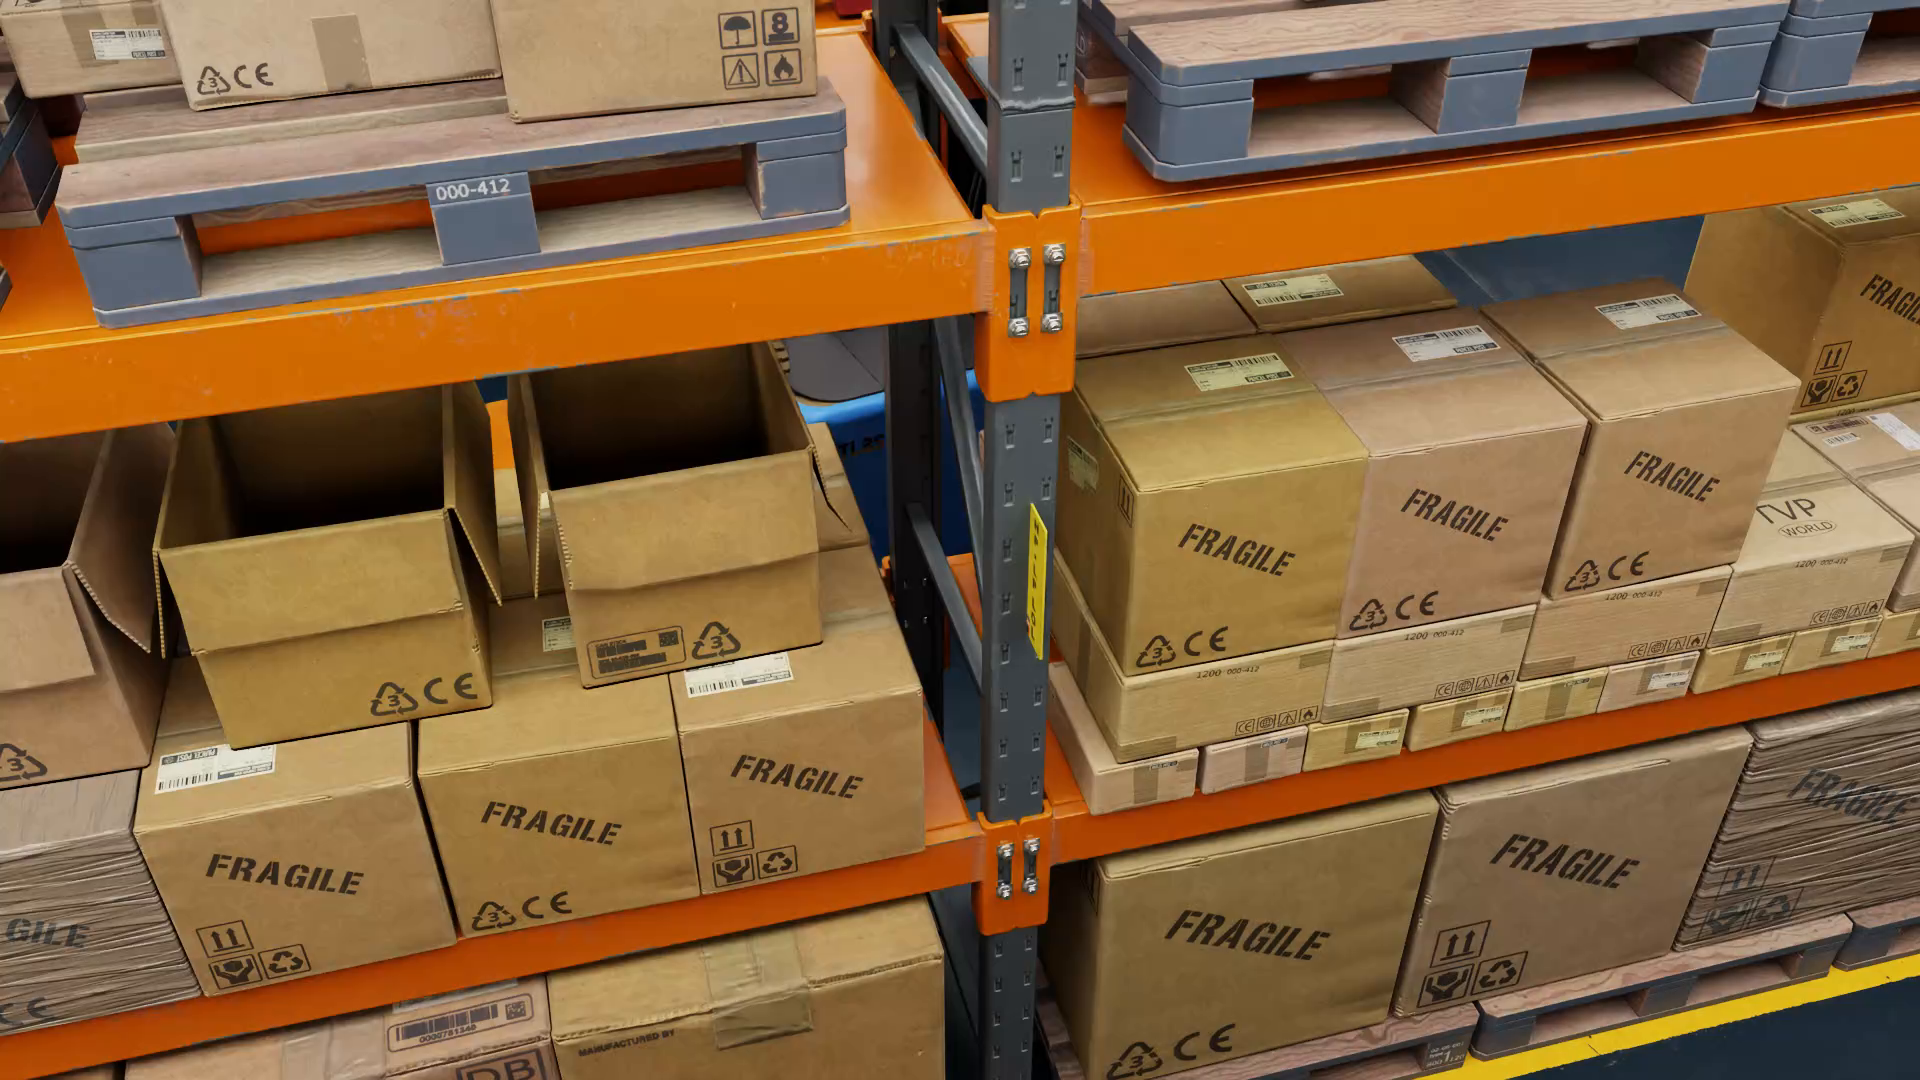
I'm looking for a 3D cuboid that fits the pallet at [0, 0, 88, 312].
[{"bbox_3d":[-2.176,-0.599,2.751,1.213,0.211,1.003,-8,38,-10],"label":"pallet"}]

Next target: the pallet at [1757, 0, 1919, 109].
[{"bbox_3d":[1.967,-1.275,3.552,1.213,0.211,1.003,-9,38,-12],"label":"pallet"}]

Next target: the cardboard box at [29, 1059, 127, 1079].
[{"bbox_3d":[-2.328,1.273,4.021,0.875,0.875,1.225,-9,38,-12],"label":"cardboard box"}]

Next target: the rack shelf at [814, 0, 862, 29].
[{"bbox_3d":[0.639,-2.741,8.456,4.000,0.370,1.077,-9,38,-12],"label":"rack shelf"}]

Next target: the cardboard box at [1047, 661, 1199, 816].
[{"bbox_3d":[0.372,0.444,3.908,0.250,0.149,0.380,-9,38,-12],"label":"cardboard box"}]

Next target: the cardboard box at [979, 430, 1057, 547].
[{"bbox_3d":[0.357,-0.087,4.273,0.500,0.250,0.500,-10,39,-13],"label":"cardboard box"}]

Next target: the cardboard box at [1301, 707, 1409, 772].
[{"bbox_3d":[0.879,0.360,4.017,0.250,0.149,0.380,-8,38,-10],"label":"cardboard box"}]

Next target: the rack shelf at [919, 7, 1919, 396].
[{"bbox_3d":[1.930,-1.027,3.747,4.000,0.370,1.077,-9,38,-12],"label":"rack shelf"}]

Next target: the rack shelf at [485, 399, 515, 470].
[{"bbox_3d":[-1.282,-0.305,5.742,1.000,0.278,0.538,-14,40,-18],"label":"rack shelf"}]

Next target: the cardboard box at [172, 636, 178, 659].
[{"bbox_3d":[-1.976,0.326,3.772,0.500,0.500,0.500,-9,38,-11],"label":"cardboard box"}]

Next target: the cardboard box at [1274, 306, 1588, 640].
[{"bbox_3d":[1.006,-0.160,3.752,0.500,0.500,0.500,-9,38,-12],"label":"cardboard box"}]

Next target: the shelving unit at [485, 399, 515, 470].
[{"bbox_3d":[-1.282,-0.073,5.920,1.048,1.125,0.538,-14,40,-18],"label":"shelving unit"}]

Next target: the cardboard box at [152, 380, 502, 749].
[{"bbox_3d":[-1.281,-0.035,3.418,0.637,0.503,0.797,-9,38,-11],"label":"cardboard box"}]

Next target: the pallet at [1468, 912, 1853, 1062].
[{"bbox_3d":[1.934,1.033,5.226,1.213,0.211,1.003,-9,38,-12],"label":"pallet"}]

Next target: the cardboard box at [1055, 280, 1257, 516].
[{"bbox_3d":[0.373,-0.390,4.053,0.500,0.500,0.500,-8,38,-11],"label":"cardboard box"}]

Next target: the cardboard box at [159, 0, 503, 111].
[{"bbox_3d":[-1.083,-1.006,2.855,0.500,0.311,0.500,-11,39,-13],"label":"cardboard box"}]

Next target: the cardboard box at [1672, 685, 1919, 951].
[{"bbox_3d":[2.385,0.532,4.989,0.875,0.875,0.875,-9,38,-12],"label":"cardboard box"}]

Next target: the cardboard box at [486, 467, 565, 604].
[{"bbox_3d":[-0.995,0.162,3.987,0.500,0.500,0.500,-9,38,-12],"label":"cardboard box"}]

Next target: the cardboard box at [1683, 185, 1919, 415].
[{"bbox_3d":[2.346,-0.712,4.473,0.500,0.500,0.500,-10,39,-13],"label":"cardboard box"}]

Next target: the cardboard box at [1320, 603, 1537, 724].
[{"bbox_3d":[1.003,0.140,3.976,0.500,0.250,0.500,-9,38,-12],"label":"cardboard box"}]

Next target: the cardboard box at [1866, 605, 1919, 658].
[{"bbox_3d":[2.367,0.115,4.337,0.250,0.149,0.380,-9,38,-12],"label":"cardboard box"}]

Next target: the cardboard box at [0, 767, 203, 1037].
[{"bbox_3d":[-1.848,0.628,3.378,0.500,0.500,0.500,-9,38,-12],"label":"cardboard box"}]

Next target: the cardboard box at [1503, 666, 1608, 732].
[{"bbox_3d":[1.380,0.277,4.126,0.250,0.149,0.380,-10,39,-13],"label":"cardboard box"}]

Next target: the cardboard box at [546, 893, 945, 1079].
[{"bbox_3d":[-0.613,0.986,4.395,0.875,0.875,1.225,-9,38,-12],"label":"cardboard box"}]

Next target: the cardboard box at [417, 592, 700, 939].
[{"bbox_3d":[-0.861,0.465,3.592,0.500,0.500,0.500,-8,38,-11],"label":"cardboard box"}]

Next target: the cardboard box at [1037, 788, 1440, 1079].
[{"bbox_3d":[0.657,0.815,4.619,0.875,0.875,0.875,-9,38,-12],"label":"cardboard box"}]

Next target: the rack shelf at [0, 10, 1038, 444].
[{"bbox_3d":[-1.932,-0.393,2.918,4.000,0.370,1.077,-9,38,-12],"label":"rack shelf"}]

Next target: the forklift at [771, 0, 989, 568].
[{"bbox_3d":[0.582,-1.367,6.124,3.031,2.935,1.130,-16,40,-20],"label":"forklift"}]

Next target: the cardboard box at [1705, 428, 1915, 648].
[{"bbox_3d":[1.979,-0.018,4.184,0.500,0.250,0.500,-9,38,-12],"label":"cardboard box"}]

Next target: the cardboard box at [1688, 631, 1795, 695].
[{"bbox_3d":[1.876,0.196,4.232,0.250,0.149,0.380,-10,39,-13],"label":"cardboard box"}]

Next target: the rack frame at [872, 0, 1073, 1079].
[{"bbox_3d":[-0.001,0.196,4.025,0.127,3.000,1.000,-9,38,-12],"label":"rack frame"}]
